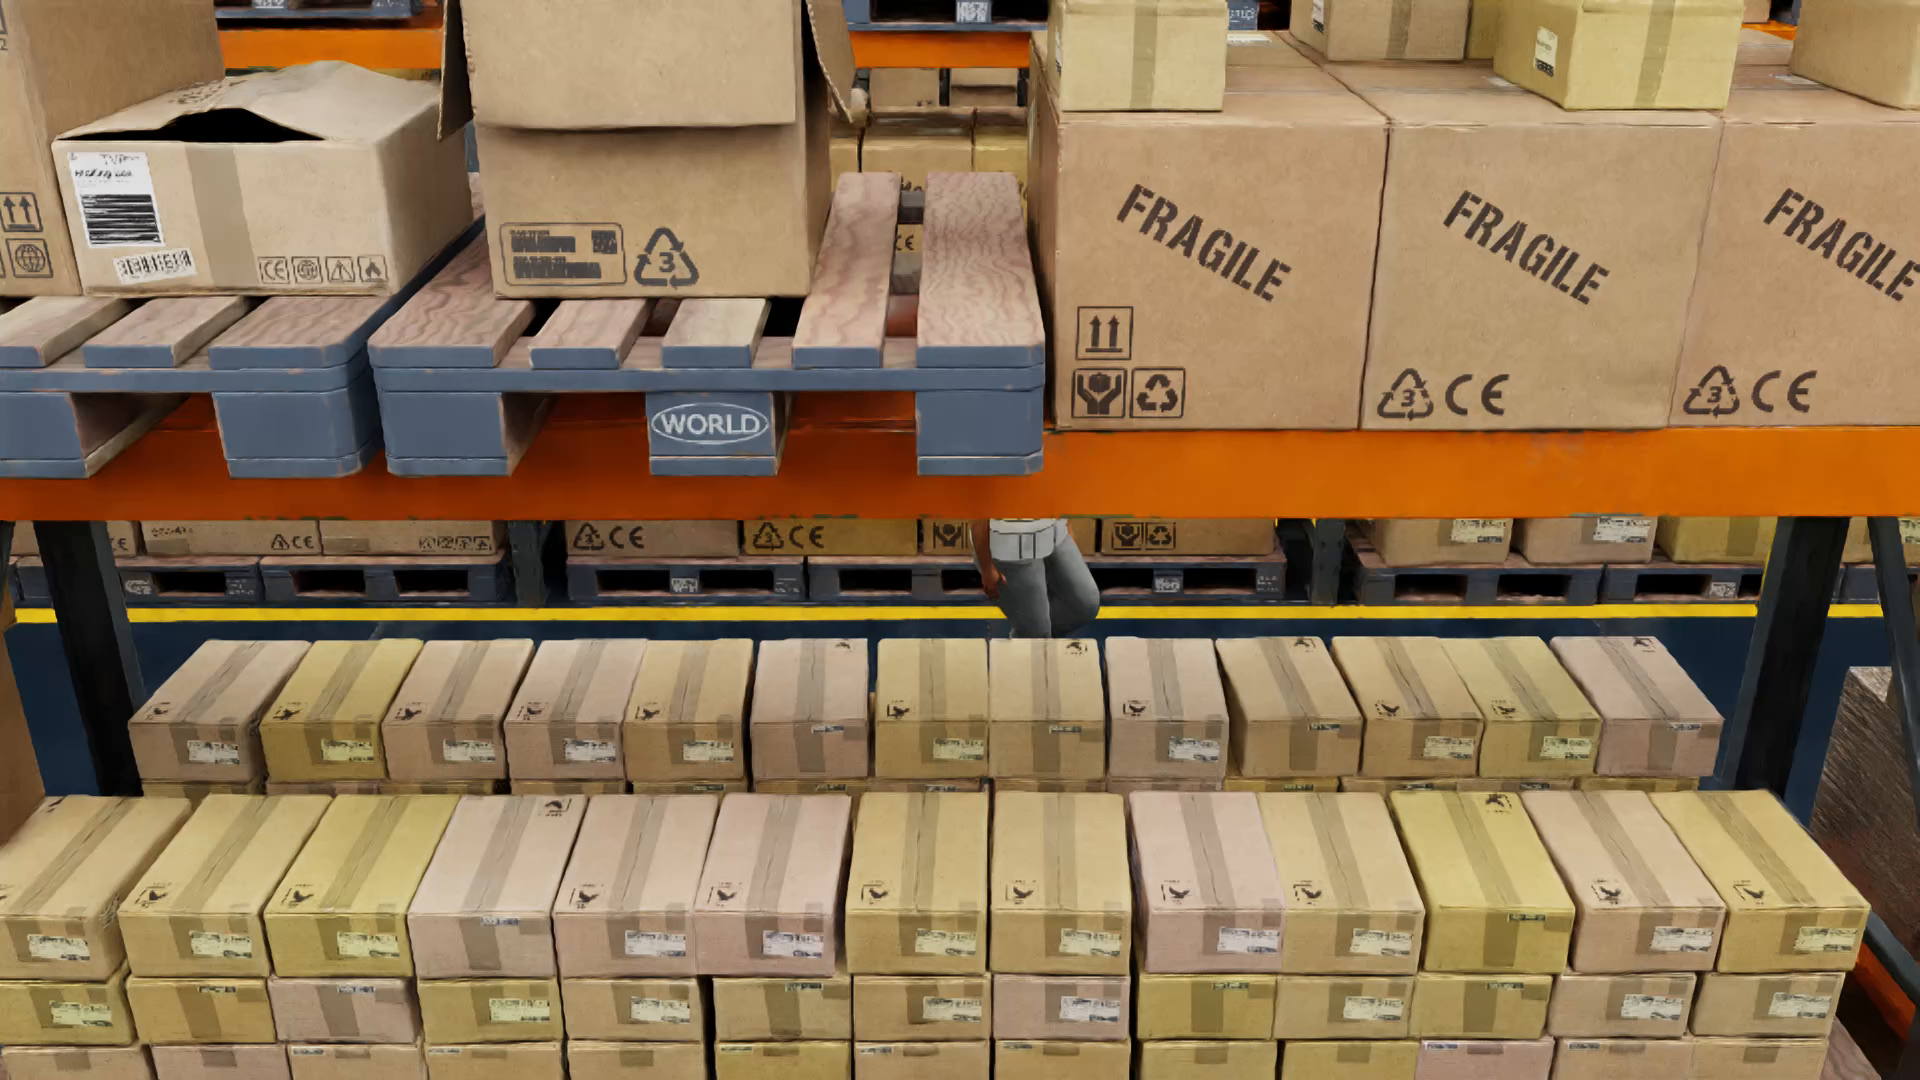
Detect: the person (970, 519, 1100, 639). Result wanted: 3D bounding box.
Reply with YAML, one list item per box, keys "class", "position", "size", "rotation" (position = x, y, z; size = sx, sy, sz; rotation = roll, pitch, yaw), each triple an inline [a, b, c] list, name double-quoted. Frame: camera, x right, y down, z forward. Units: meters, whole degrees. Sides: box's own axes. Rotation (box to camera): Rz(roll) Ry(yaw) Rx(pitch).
- class: "person"
  position: [0.316, 0.031, 7.053]
  size: [0.469, 1.655, 0.613]
  rotation: [15, 28, 30]
